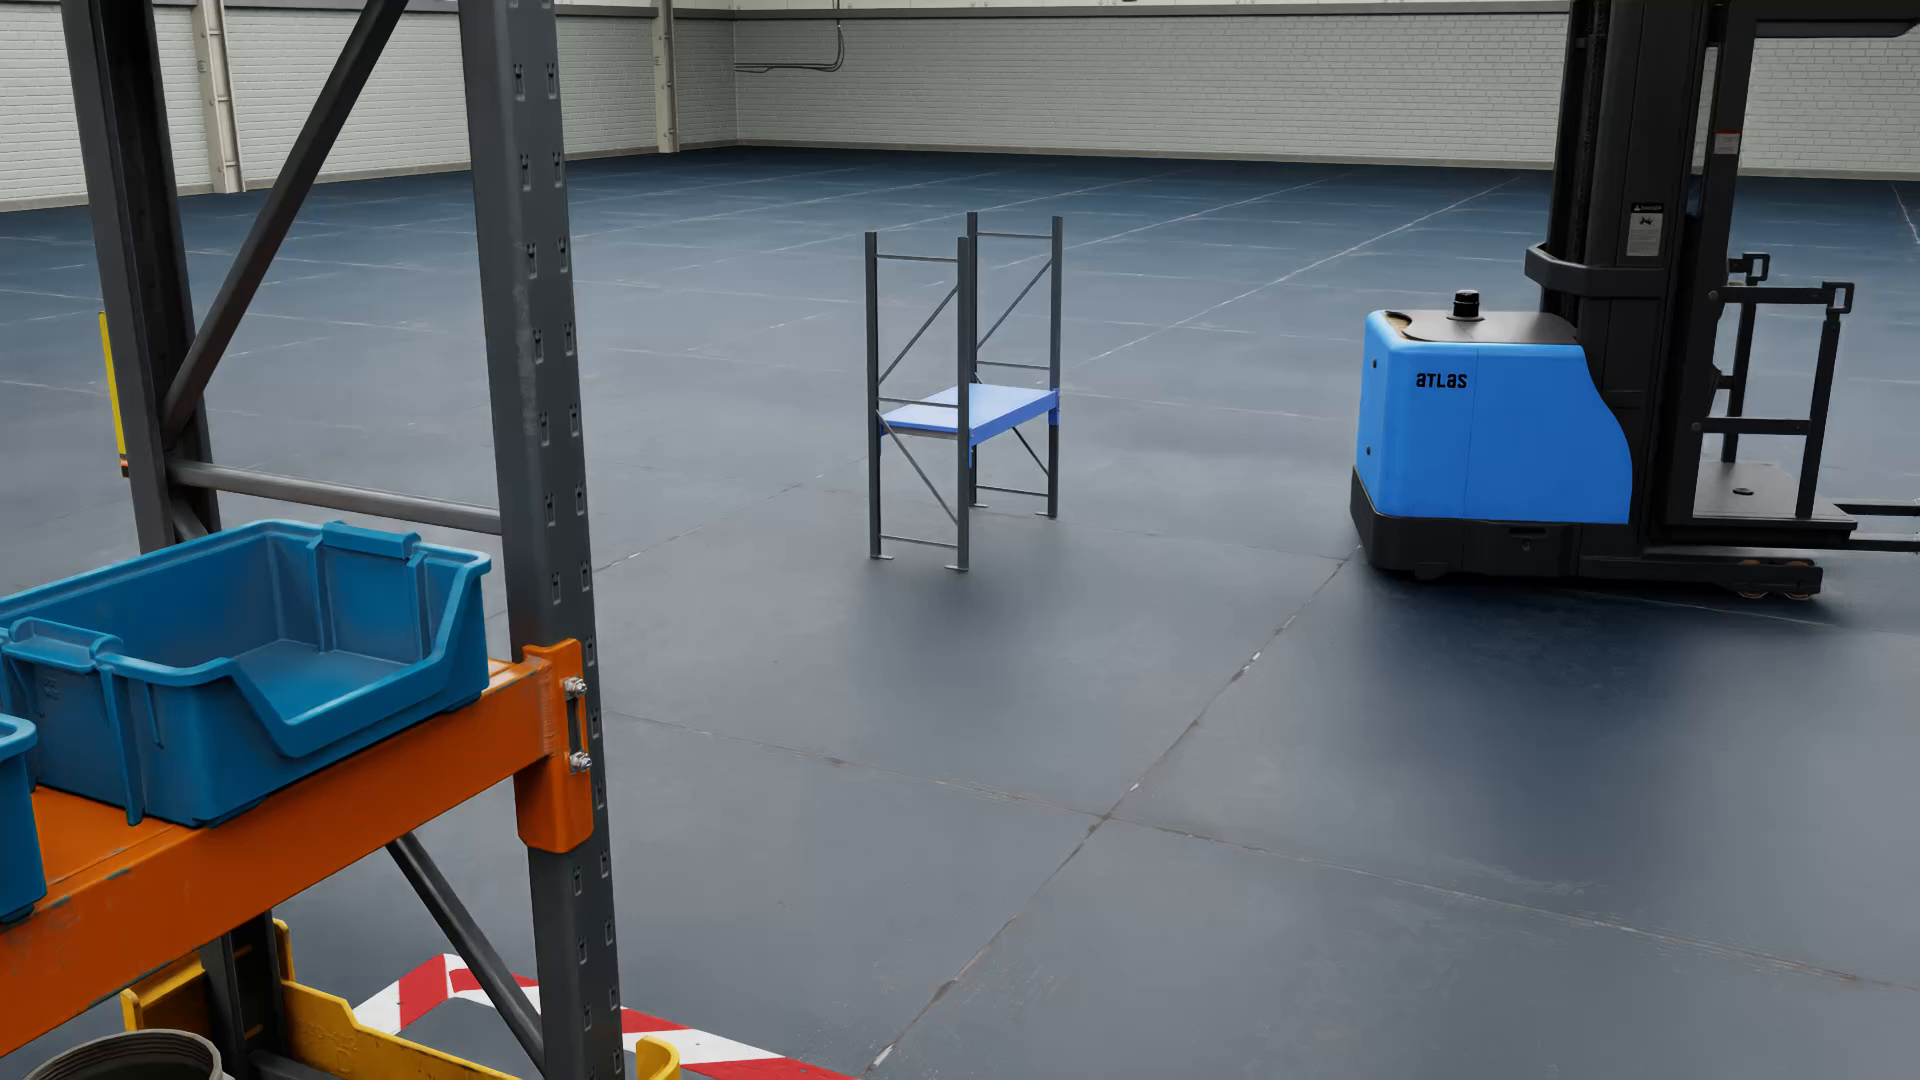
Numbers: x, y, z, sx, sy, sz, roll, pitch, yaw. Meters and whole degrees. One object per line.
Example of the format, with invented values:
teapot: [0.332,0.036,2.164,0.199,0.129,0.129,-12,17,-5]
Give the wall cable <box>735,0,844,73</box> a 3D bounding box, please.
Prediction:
wall cable: [-4.054,-12.138,38.541,3.097,2.526,0.112,8,18,25]

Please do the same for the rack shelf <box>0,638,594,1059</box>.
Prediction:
rack shelf: [-1.996,0.786,1.374,1.077,0.370,4.000,8,18,25]

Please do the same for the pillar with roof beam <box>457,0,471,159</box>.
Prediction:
pillar with roof beam: [-5.383,-10.969,29.149,9.100,9.000,0.400,8,18,25]

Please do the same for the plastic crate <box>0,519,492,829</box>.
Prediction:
plastic crate: [-1.058,0.168,2.451,0.499,0.251,0.616,8,18,25]

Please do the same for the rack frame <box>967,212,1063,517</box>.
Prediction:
rack frame: [0.265,-0.870,8.320,0.500,1.500,0.032,8,18,25]

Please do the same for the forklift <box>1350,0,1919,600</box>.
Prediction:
forklift: [3.388,-1.306,7.272,3.031,2.935,1.130,2,17,6]

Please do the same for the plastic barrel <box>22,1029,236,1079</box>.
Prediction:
plastic barrel: [-1.328,1.100,2.684,0.421,0.512,0.421,0,17,0]

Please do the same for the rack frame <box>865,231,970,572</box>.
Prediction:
rack frame: [-0.189,-0.611,7.448,0.500,1.500,0.032,8,18,25]

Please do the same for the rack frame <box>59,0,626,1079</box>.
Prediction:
rack frame: [-1.105,-0.069,2.988,0.949,2.616,0.053,8,18,25]

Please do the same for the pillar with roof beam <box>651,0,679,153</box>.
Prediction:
pillar with roof beam: [-2.702,-12.497,34.295,9.100,9.000,0.400,8,18,25]

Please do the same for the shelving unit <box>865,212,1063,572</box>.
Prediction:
shelving unit: [0.038,-0.741,7.884,0.538,1.500,1.048,8,18,25]

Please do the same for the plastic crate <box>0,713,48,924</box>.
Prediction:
plastic crate: [-1.353,0.333,1.896,0.499,0.251,0.408,8,18,25]

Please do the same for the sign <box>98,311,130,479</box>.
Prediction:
sign: [-1.592,-0.272,3.187,0.100,0.325,0.005,8,18,25]

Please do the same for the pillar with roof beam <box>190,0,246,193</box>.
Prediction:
pillar with roof beam: [-8.064,-9.440,24.004,9.100,9.000,0.400,8,18,25]

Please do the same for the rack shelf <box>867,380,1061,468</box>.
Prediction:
rack shelf: [0.038,-0.568,7.935,0.538,0.185,1.000,8,18,25]

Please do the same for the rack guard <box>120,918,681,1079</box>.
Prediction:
rack guard: [-1.094,1.155,3.258,1.175,0.500,0.348,8,18,25]
